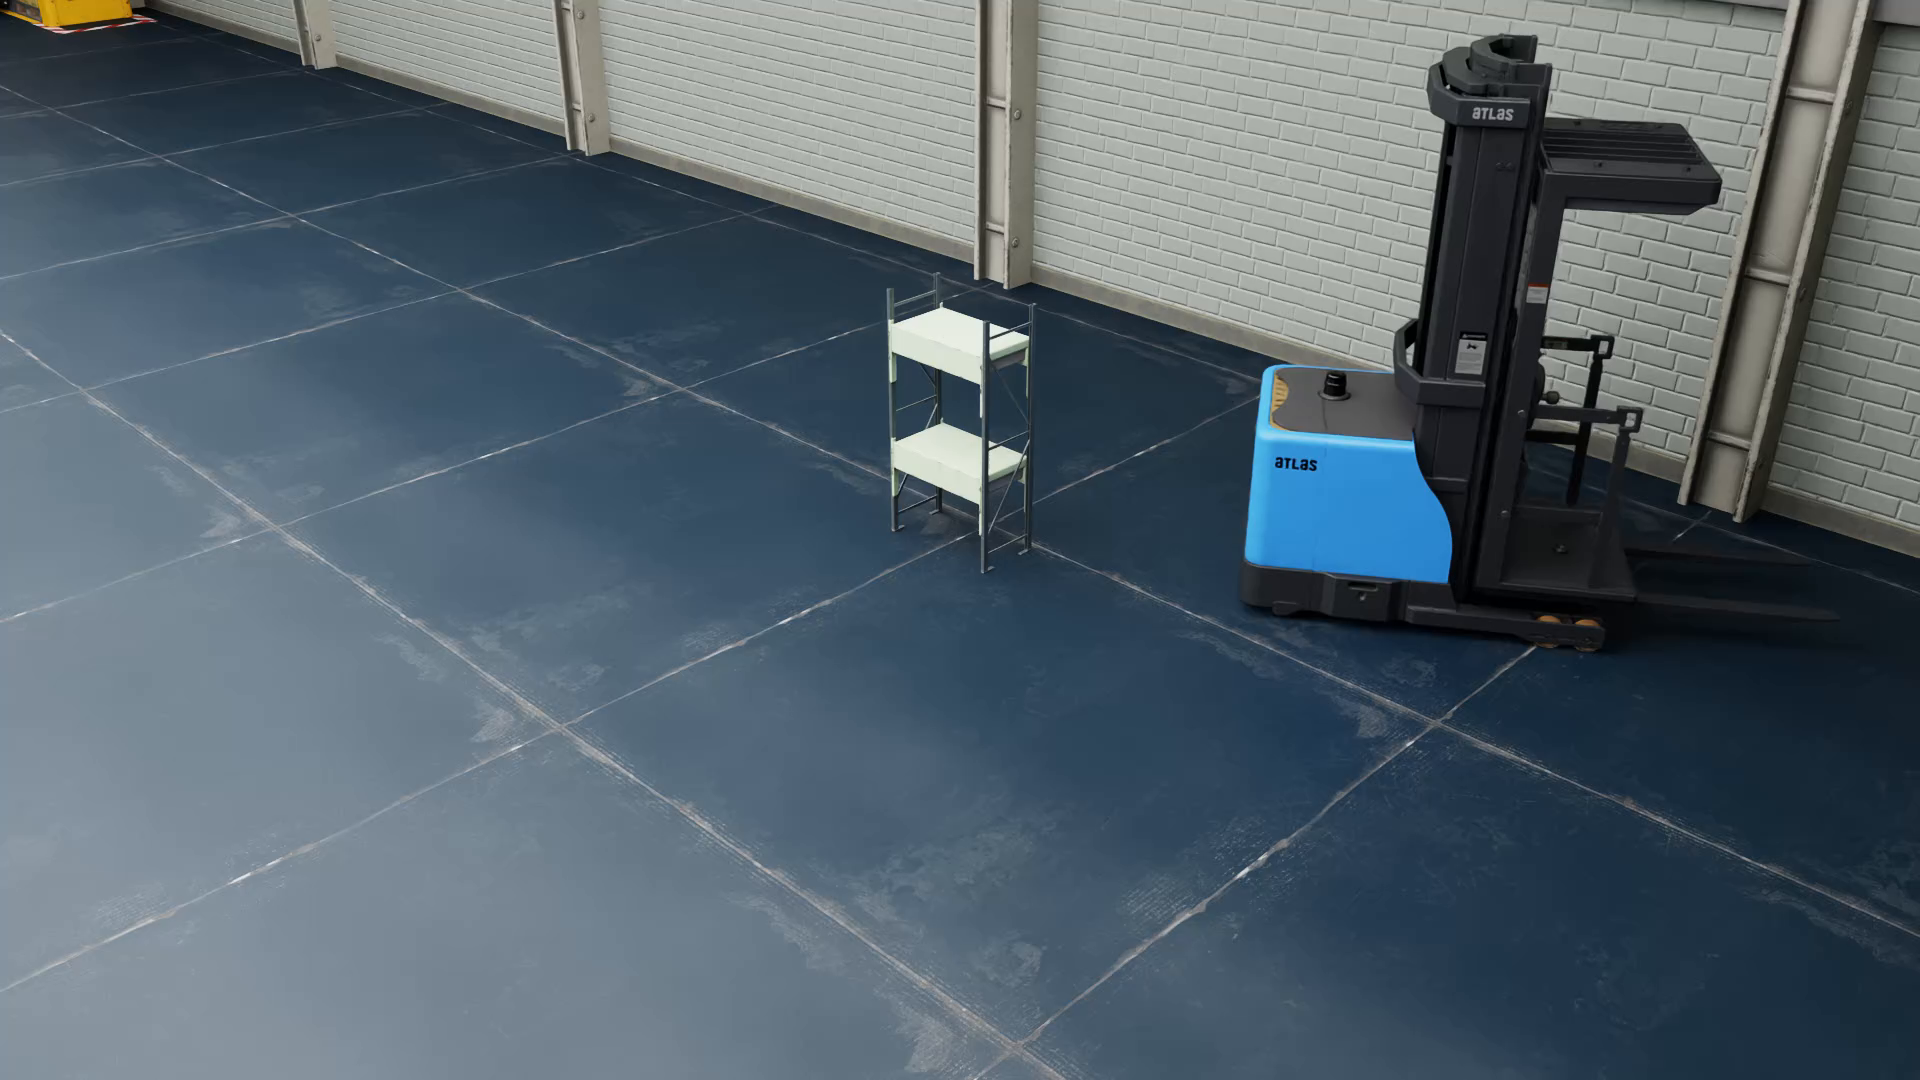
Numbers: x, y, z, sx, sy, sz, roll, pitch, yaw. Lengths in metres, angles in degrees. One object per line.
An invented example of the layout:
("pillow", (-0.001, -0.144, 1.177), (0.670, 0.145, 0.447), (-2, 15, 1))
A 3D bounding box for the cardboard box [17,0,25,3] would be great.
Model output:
("cardboard box", (-15.544, -10.533, 25.732), (1.068, 3.350, 6.811), (-25, 37, -39))

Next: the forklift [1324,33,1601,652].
("forklift", (3.083, -0.984, 8.472), (3.031, 2.935, 1.121), (5, 28, 10))

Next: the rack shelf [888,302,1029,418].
("rack shelf", (0.005, -1.007, 9.215), (0.720, 0.370, 0.431), (25, 36, 38))

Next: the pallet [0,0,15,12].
("pallet", (-14.051, -8.247, 25.207), (1.213, 0.211, 1.003), (25, 36, 38))

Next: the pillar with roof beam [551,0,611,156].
("pillar with roof beam", (-6.936, -6.685, 12.794), (0.400, 9.000, 9.100), (25, 36, 38))

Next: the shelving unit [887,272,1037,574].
("shelving unit", (0.005, -0.662, 9.397), (0.755, 1.500, 0.431), (25, 36, 38))

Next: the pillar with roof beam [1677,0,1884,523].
("pillar with roof beam", (1.621, -2.770, 5.348), (0.400, 9.000, 9.100), (25, 36, 38))

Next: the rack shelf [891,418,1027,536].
("rack shelf", (0.005, -0.373, 9.549), (0.720, 0.370, 0.431), (25, 36, 38))

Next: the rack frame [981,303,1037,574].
("rack frame", (0.266, -0.542, 9.170), (0.023, 1.500, 0.400), (25, 36, 38))

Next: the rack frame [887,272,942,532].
("rack frame", (-0.256, -0.781, 9.624), (0.023, 1.500, 0.400), (25, 36, 38))

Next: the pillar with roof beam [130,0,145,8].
("pillar with roof beam", (-15.493, -10.600, 20.241), (0.400, 9.000, 9.100), (25, 36, 38))
